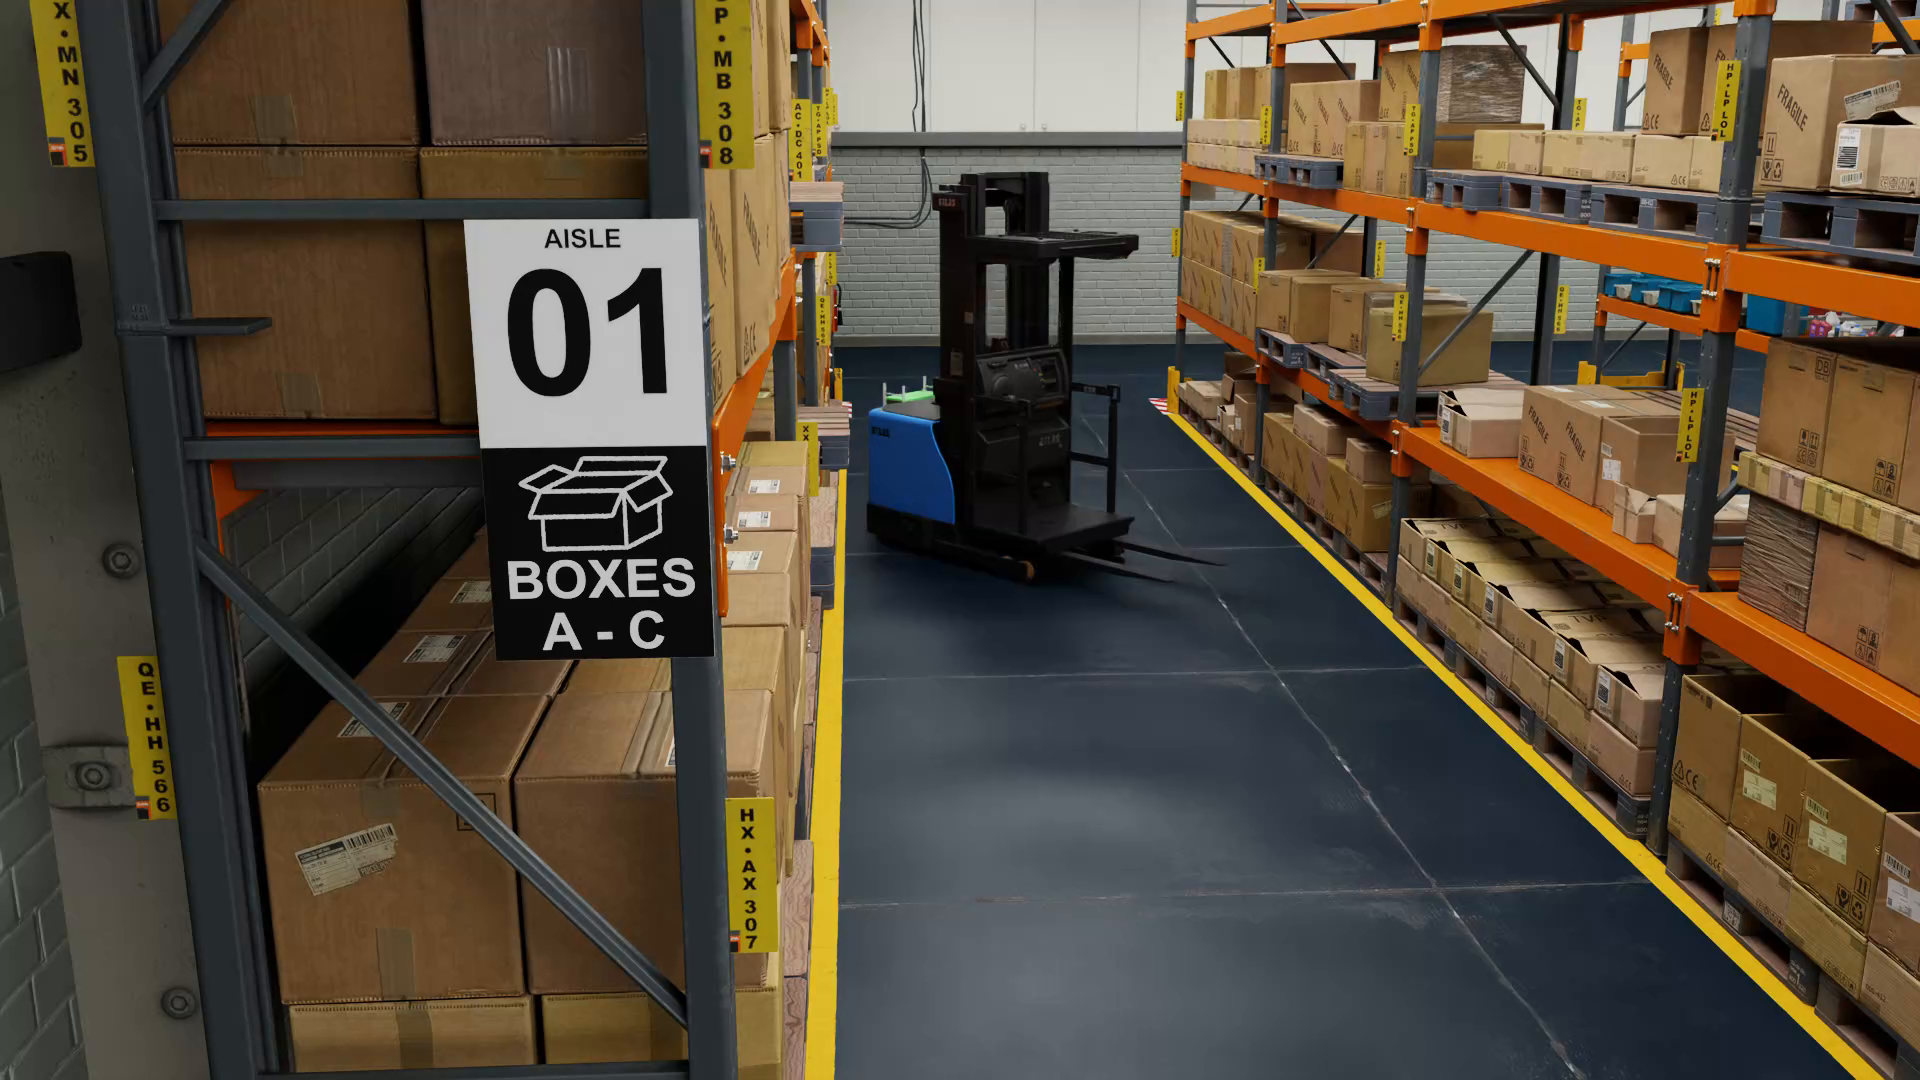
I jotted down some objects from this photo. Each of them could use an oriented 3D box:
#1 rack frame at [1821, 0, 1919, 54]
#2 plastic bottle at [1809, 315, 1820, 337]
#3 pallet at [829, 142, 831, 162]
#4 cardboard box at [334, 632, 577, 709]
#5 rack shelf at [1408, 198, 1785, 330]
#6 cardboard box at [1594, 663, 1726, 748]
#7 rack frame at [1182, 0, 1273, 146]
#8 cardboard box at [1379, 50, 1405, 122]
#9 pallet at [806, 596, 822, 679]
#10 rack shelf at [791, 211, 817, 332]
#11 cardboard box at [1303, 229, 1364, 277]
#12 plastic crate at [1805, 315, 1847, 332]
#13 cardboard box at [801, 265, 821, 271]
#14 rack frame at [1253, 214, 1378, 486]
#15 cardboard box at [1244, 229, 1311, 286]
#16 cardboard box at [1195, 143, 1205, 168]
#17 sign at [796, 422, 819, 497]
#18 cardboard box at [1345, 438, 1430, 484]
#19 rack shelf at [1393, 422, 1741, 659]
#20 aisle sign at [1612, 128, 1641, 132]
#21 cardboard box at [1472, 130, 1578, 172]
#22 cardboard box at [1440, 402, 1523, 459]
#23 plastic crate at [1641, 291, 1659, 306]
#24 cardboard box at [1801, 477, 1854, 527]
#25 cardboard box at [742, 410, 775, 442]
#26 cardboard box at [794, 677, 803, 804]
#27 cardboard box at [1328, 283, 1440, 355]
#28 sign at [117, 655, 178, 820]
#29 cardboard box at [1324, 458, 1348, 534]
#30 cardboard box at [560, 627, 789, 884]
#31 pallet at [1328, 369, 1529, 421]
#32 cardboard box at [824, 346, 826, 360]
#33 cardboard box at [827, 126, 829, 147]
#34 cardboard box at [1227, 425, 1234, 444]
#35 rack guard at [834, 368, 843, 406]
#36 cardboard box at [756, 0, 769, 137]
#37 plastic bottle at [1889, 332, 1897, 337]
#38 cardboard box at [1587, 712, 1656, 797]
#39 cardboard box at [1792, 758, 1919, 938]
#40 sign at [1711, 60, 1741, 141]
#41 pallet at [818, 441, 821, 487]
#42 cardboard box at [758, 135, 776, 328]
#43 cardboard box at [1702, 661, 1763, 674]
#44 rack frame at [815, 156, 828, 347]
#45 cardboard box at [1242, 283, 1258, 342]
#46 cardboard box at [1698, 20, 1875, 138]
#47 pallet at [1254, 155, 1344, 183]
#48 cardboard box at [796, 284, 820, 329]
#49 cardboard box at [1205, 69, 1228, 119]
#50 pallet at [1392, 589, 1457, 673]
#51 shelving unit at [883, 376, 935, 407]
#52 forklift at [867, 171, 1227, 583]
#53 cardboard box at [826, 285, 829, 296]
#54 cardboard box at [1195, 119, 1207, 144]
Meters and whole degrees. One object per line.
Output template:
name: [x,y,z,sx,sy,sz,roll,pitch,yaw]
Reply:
rack frame: [8.196,-4.962,14.752,1.000,3.000,0.127,-1,14,-3]
plastic bottle: [7.793,-1.902,15.134,0.061,0.283,0.133,-1,14,-3]
pallet: [-1.884,-4.124,17.692,1.003,0.211,1.213,-1,14,-3]
cardboard box: [-1.211,0.541,4.159,0.500,0.500,0.500,-1,14,-3]
rack shelf: [3.624,-1.593,9.122,1.077,0.370,4.000,-1,14,-3]
cardboard box: [3.436,0.769,8.068,0.500,0.311,0.500,-1,14,-3]
rack frame: [3.004,-5.881,18.325,1.000,3.000,0.127,-1,14,-3]
cardboard box: [3.416,-3.334,12.237,0.500,0.500,0.500,-1,14,-3]
pallet: [-1.397,0.636,10.631,1.003,0.211,1.213,-1,14,-3]
rack shelf: [-1.320,-1.516,8.821,1.077,0.370,4.000,-1,14,-3]
cardboard box: [3.503,-2.635,15.541,0.500,0.500,0.500,-1,14,-2]
plastic crate: [8.310,-2.076,15.983,0.396,0.136,0.243,-1,14,-3]
cardboard box: [-1.322,-1.976,12.843,0.500,0.250,0.500,-1,14,-5]
rack frame: [3.252,-1.981,15.206,1.000,3.000,0.127,-1,14,-3]
cardboard box: [2.962,-2.635,15.542,0.500,0.500,0.500,-1,14,-3]
cardboard box: [2.800,-4.100,17.721,0.500,0.250,0.500,-1,14,-3]
sign: [-0.655,-0.344,7.104,0.100,0.325,0.005,-1,14,-3]
cardboard box: [3.200,-0.595,12.447,0.500,0.250,0.500,0,14,-1]
rack shelf: [3.624,-0.140,9.496,1.077,0.370,4.000,-1,14,-3]
aisle sign: [7.647,-4.324,19.094,0.394,0.787,0.004,-1,14,-3]
cardboard box: [3.584,-2.458,10.497,0.500,0.250,0.500,-2,15,-8]
cardboard box: [3.362,-0.718,10.475,0.500,0.311,0.500,-1,14,-4]
plastic crate: [7.614,-2.636,18.162,0.250,0.136,0.298,-1,14,-3]
cardboard box: [3.604,-0.158,6.616,0.380,0.149,0.250,-1,14,-5]
cardboard box: [-1.194,-0.303,7.599,0.700,0.500,0.500,-1,14,-3]
cardboard box: [-0.763,0.636,5.295,0.500,0.250,0.500,-1,14,-3]
cardboard box: [3.423,-1.794,13.437,0.700,0.500,0.500,-5,15,-18]
sign: [-1.504,0.371,3.108,0.100,0.325,0.005,-1,14,-3]
cardboard box: [3.176,-0.346,12.986,0.500,0.500,0.500,-1,14,-5]
cardboard box: [-0.699,0.534,4.186,0.500,0.500,0.500,-1,14,-3]
pallet: [3.388,-1.061,12.014,1.213,0.211,1.003,-1,14,-3]
cardboard box: [-1.312,-1.619,12.961,0.500,0.500,0.500,0,14,-2]
cardboard box: [-1.489,-3.838,15.662,0.500,0.250,0.500,-1,14,-5]
cardboard box: [2.850,-1.043,16.399,0.380,0.149,0.250,-1,14,-3]
rack guard: [-1.941,-1.694,19.106,1.175,0.500,0.348,-1,14,-3]
cardboard box: [-0.754,-1.267,4.162,0.500,0.500,0.500,0,14,-2]
plastic bottle: [7.902,-1.645,14.150,0.152,0.276,0.135,-1,14,-3]
cardboard box: [3.432,1.038,8.147,0.500,0.250,0.500,-1,14,-4]
cardboard box: [3.526,1.143,6.236,0.500,0.500,0.500,-1,14,-3]
sign: [3.206,-1.836,6.954,0.100,0.325,0.005,-1,14,-3]
pallet: [-1.281,-0.324,9.152,1.003,0.211,1.213,-1,14,-3]
cardboard box: [-0.754,-0.780,4.278,0.500,0.500,0.500,0,14,-1]
cardboard box: [3.970,0.759,8.108,0.500,0.311,0.500,-1,14,-3]
rack frame: [-1.692,-1.904,14.905,1.000,3.000,0.127,-1,14,-3]
cardboard box: [2.965,-2.150,15.661,0.500,0.500,0.500,-1,14,-3]
cardboard box: [3.749,-2.092,7.571,0.500,0.500,0.500,-1,14,-3]
pallet: [3.222,-3.179,14.221,1.213,0.211,1.003,-1,14,-3]
cardboard box: [-1.217,-1.598,11.375,0.500,0.250,0.500,-1,14,-2]
cardboard box: [2.999,-4.708,17.578,0.700,0.500,0.500,-1,14,-3]
pallet: [3.512,0.570,10.889,1.003,0.211,1.213,-1,14,-3]
shelving unit: [-0.382,-0.746,14.018,0.258,1.200,0.503,13,19,40]
forklift: [0.633,-1.247,12.490,1.130,2.935,3.031,-14,20,-42]
cardboard box: [-1.709,-2.184,15.393,0.980,0.700,0.700,-1,14,-3]
cardboard box: [2.800,-4.342,17.659,0.500,0.250,0.500,-1,14,-3]
